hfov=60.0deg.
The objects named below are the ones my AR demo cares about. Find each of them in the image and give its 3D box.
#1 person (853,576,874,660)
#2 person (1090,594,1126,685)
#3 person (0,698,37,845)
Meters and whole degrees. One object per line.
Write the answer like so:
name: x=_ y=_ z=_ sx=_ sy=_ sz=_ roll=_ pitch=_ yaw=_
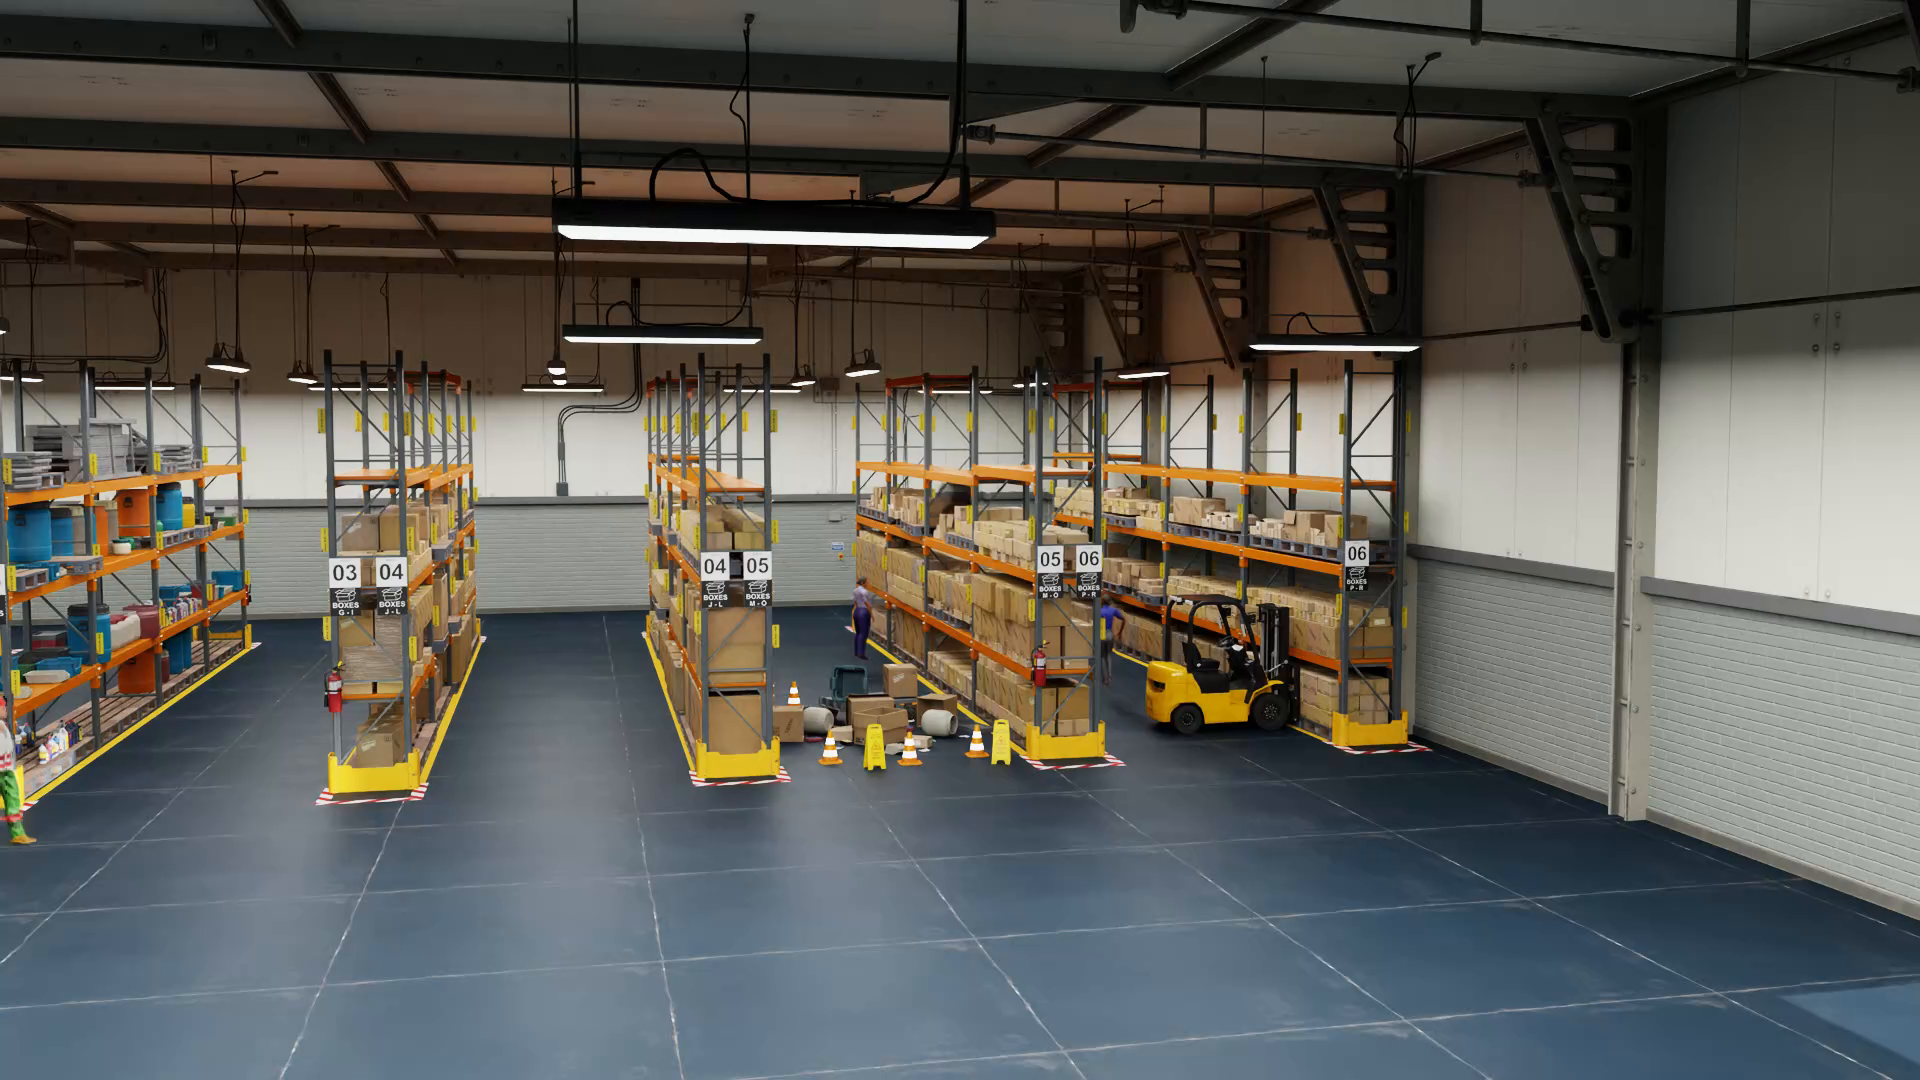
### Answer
person: x=-1.983 y=1.561 z=33.468 sx=0.407 sy=1.681 sz=0.527 roll=-3 pitch=5 yaw=-32
person: x=2.697 y=1.831 z=30.410 sx=0.626 sy=1.705 sz=0.616 roll=-1 pitch=4 yaw=-9
person: x=-11.368 y=2.746 z=19.687 sx=0.583 sy=1.789 sz=0.617 roll=1 pitch=4 yaw=12
